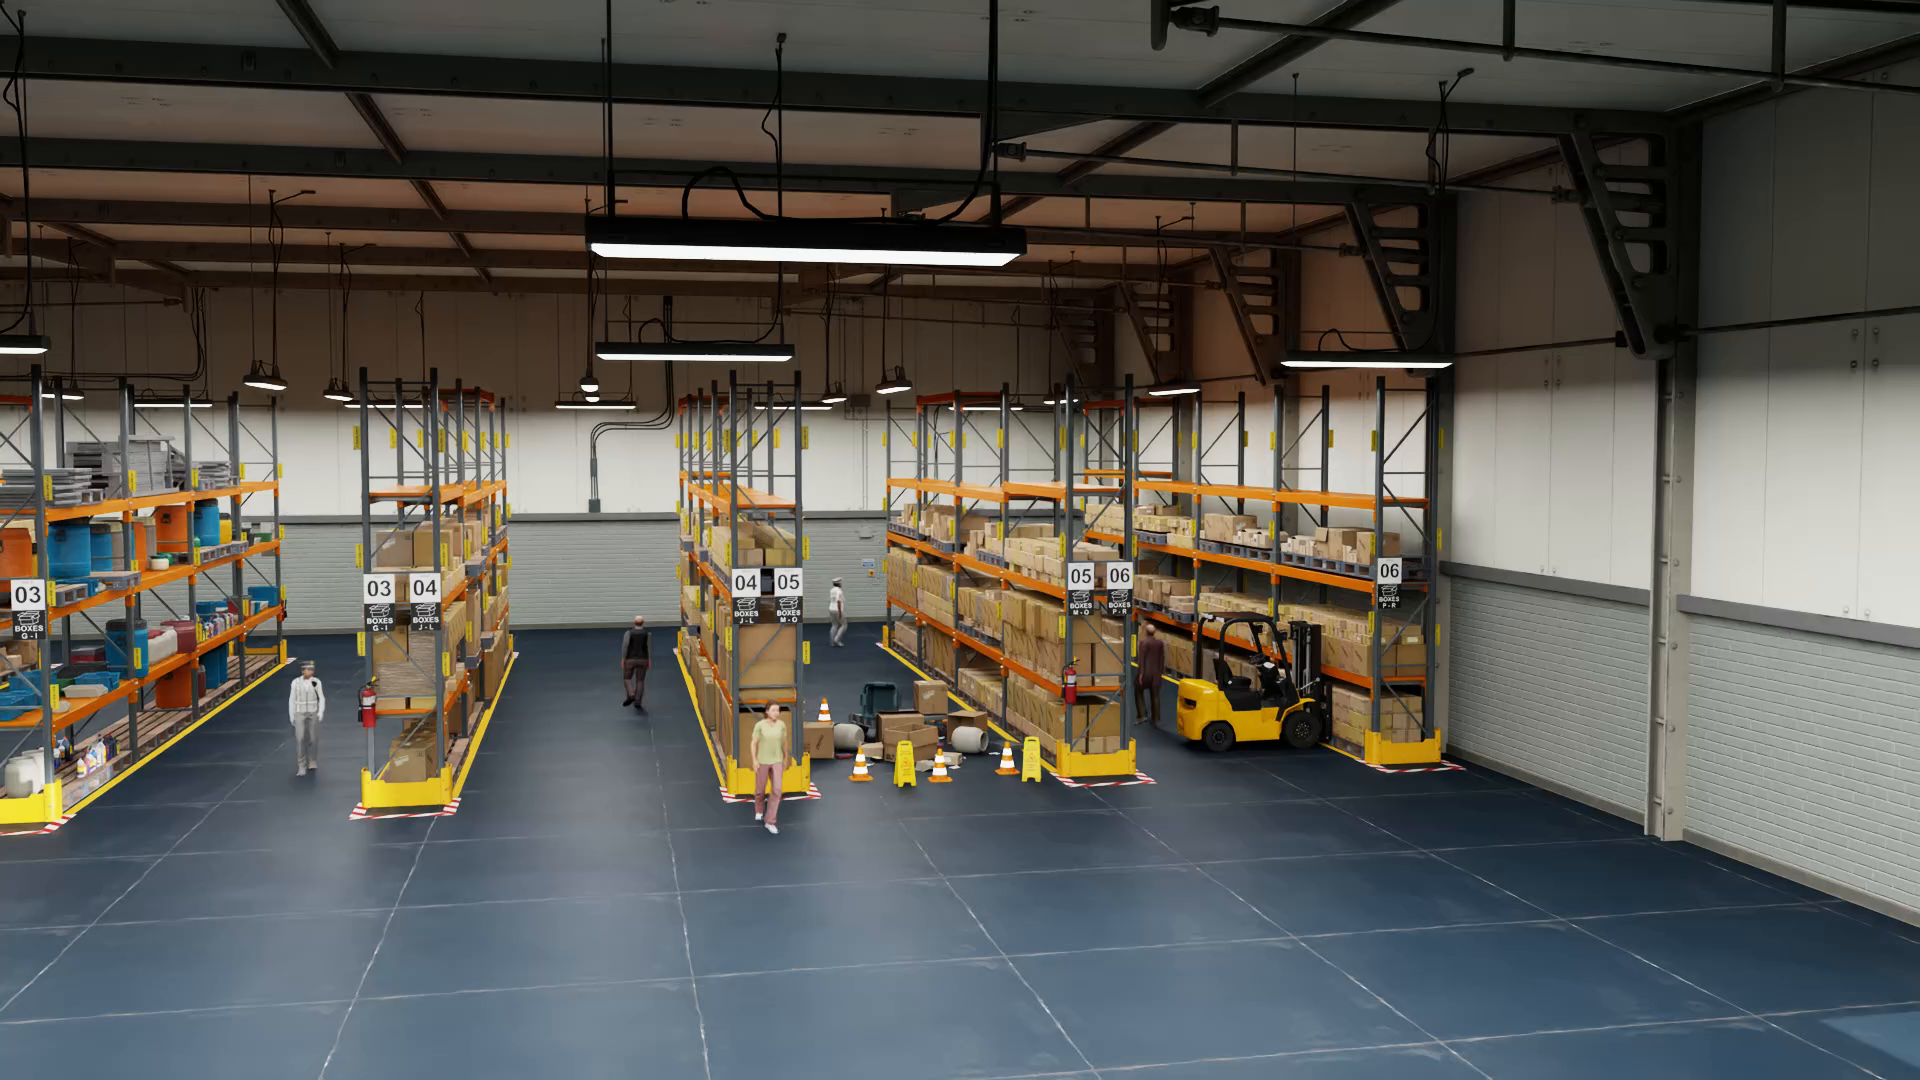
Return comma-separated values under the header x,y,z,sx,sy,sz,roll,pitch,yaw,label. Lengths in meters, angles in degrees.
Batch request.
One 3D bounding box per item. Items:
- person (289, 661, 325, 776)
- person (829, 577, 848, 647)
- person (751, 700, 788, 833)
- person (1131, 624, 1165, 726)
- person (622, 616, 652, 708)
x,y,z,sx,sy,sz,roll,pitch,yaw,label
-9.867,2.679,25.189,0.507,1.674,0.688,-2,4,-28,person
-2.989,1.757,40.548,0.389,1.693,0.507,-2,4,-34,person
-2.459,2.912,21.578,0.524,1.674,0.763,-1,4,-22,person
3.363,2.393,29.220,0.601,1.812,0.594,-1,4,-20,person
-6.042,2.282,31.137,0.570,1.718,0.464,-1,4,-15,person
